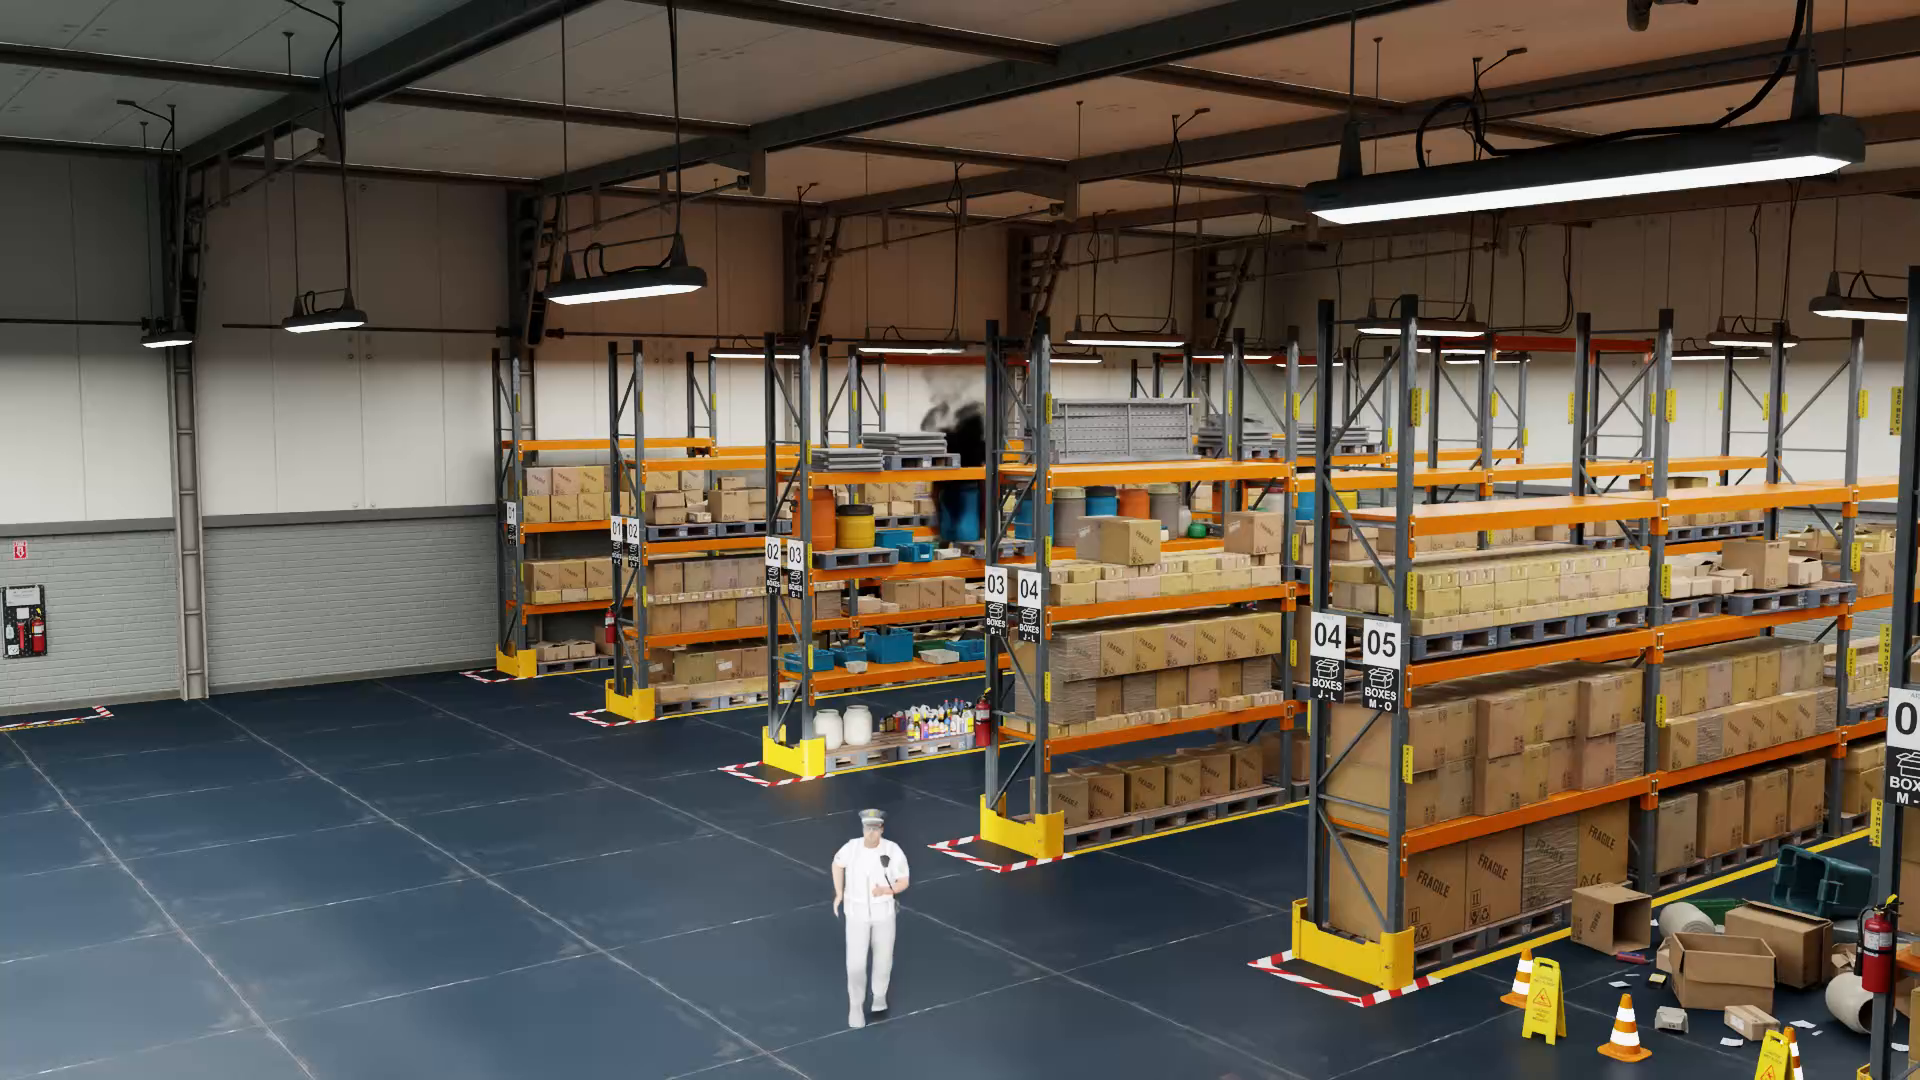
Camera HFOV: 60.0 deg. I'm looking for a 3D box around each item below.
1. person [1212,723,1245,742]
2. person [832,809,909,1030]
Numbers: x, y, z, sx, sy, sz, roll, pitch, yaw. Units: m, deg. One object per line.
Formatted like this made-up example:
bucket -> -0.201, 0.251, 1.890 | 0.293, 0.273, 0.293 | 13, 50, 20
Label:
person -> 3.743, 2.300, 23.072 | 0.700, 1.647, 0.583 | -5, 7, -44
person -> -0.733, 3.096, 13.639 | 0.635, 1.828, 0.744 | 0, 5, -3
